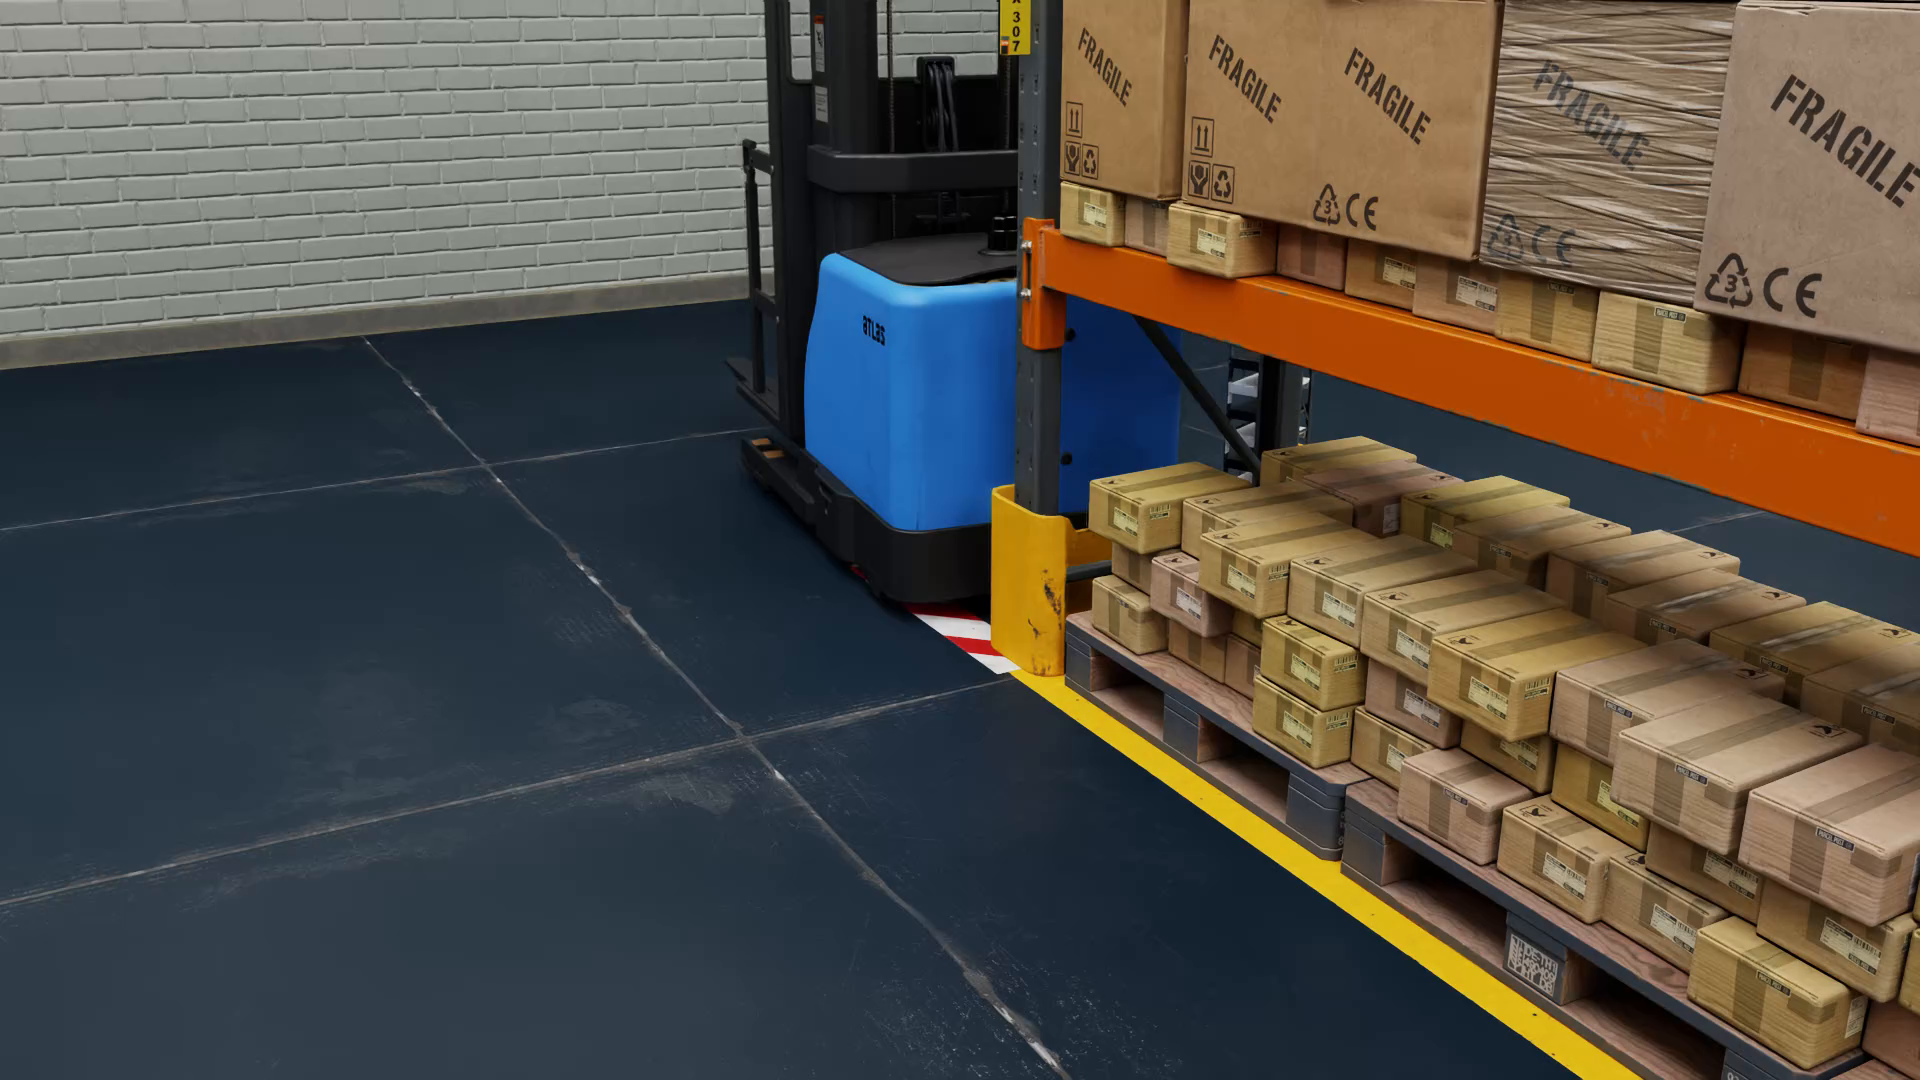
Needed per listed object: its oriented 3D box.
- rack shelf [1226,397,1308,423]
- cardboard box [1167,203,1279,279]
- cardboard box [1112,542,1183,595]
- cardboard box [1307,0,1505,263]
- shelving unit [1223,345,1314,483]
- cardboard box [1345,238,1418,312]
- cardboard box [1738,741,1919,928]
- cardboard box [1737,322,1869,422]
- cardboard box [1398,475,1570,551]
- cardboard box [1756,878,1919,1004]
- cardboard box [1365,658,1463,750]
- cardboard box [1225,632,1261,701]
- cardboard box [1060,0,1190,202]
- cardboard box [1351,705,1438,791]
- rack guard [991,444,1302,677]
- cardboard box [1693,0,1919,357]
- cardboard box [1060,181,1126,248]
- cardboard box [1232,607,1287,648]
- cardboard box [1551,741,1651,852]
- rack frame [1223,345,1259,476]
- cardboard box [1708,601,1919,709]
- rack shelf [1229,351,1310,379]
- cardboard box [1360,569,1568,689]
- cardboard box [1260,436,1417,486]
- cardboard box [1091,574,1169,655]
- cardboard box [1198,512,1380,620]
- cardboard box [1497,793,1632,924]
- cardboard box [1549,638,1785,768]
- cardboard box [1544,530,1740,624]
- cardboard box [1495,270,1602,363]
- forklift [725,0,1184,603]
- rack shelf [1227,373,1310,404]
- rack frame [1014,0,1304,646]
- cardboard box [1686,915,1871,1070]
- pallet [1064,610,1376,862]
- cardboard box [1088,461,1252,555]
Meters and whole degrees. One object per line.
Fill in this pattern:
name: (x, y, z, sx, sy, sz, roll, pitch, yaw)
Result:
rack shelf: (1.087, -0.439, 5.850, 0.200, 0.077, 0.258, 14, 23, 35)
cardboard box: (0.736, -0.749, 4.089, 0.380, 0.149, 0.250, -11, 22, -28)
cardboard box: (0.655, 0.035, 4.703, 0.380, 0.149, 0.250, -9, 21, -24)
cardboard box: (1.100, -0.888, 3.496, 0.500, 0.500, 0.500, -10, 21, -26)
shelving unit: (1.086, -0.385, 5.869, 0.210, 0.900, 0.258, 14, 23, 35)
cardboard box: (1.086, -0.614, 3.698, 0.380, 0.149, 0.250, -10, 22, -27)
cardboard box: (1.588, 0.503, 2.890, 0.380, 0.149, 0.250, -11, 22, -29)
cardboard box: (1.567, -0.318, 2.840, 0.380, 0.149, 0.250, -10, 22, -27)
cardboard box: (1.410, -0.048, 4.485, 0.380, 0.149, 0.250, -11, 22, -28)
cardboard box: (1.649, 0.644, 2.936, 0.380, 0.149, 0.250, -9, 21, -25)
cardboard box: (1.165, 0.331, 3.845, 0.380, 0.149, 0.250, -11, 22, -29)
cardboard box: (0.920, 0.318, 4.338, 0.380, 0.149, 0.250, -10, 21, -26)
cardboard box: (0.602, -1.180, 4.344, 0.500, 0.500, 0.500, -9, 21, -24)
cardboard box: (1.150, 0.467, 3.907, 0.380, 0.149, 0.250, -10, 21, -27)
rack guard: (0.668, 0.040, 5.250, 1.175, 0.500, 0.348, -10, 21, -27)
cardboard box: (1.573, -0.591, 2.636, 0.500, 0.500, 0.500, -10, 21, -27)
cardboard box: (0.498, -0.901, 4.530, 0.380, 0.149, 0.250, -10, 21, -27)
cardboard box: (0.930, 0.179, 4.286, 0.380, 0.149, 0.250, -10, 21, -26)
cardboard box: (1.450, 0.481, 3.409, 0.380, 0.149, 0.250, -9, 21, -24)
rack frame: (1.006, -0.406, 5.927, 0.006, 0.900, 0.240, 14, 23, 35)
cardboard box: (1.831, 0.269, 3.569, 0.380, 0.149, 0.250, -10, 21, -26)
rack shelf: (1.087, -0.609, 5.792, 0.200, 0.077, 0.258, 14, 23, 35)
cardboard box: (1.140, 0.199, 3.770, 0.380, 0.149, 0.250, -9, 21, -25)
cardboard box: (1.107, -0.183, 4.879, 0.380, 0.149, 0.250, -10, 21, -26)
cardboard box: (0.599, 0.185, 4.723, 0.380, 0.149, 0.250, -10, 21, -26)
cardboard box: (0.826, 0.060, 4.174, 0.380, 0.149, 0.250, -10, 21, -27)
cardboard box: (1.346, 0.627, 3.442, 0.380, 0.149, 0.250, -10, 21, -27)
cardboard box: (1.428, 0.339, 3.365, 0.380, 0.149, 0.250, -10, 21, -27)
cardboard box: (1.654, 0.105, 4.043, 0.380, 0.149, 0.250, -9, 21, -25)
cardboard box: (1.283, -0.461, 3.255, 0.380, 0.149, 0.250, -9, 21, -25)
forklift: (-0.259, -1.626, 6.351, 1.130, 2.935, 3.031, -7, 20, -20)
rack shelf: (1.087, -0.524, 5.821, 0.200, 0.077, 0.258, 14, 23, 35)
rack frame: (0.632, -1.164, 4.906, 1.000, 3.000, 0.127, -10, 21, -27)
cardboard box: (1.554, 0.777, 3.009, 0.380, 0.149, 0.250, -10, 21, -27)
pallet: (1.023, 0.415, 4.606, 1.003, 0.211, 1.213, -10, 21, -27)
cardboard box: (0.582, -0.093, 4.617, 0.380, 0.149, 0.250, -11, 22, -29)
